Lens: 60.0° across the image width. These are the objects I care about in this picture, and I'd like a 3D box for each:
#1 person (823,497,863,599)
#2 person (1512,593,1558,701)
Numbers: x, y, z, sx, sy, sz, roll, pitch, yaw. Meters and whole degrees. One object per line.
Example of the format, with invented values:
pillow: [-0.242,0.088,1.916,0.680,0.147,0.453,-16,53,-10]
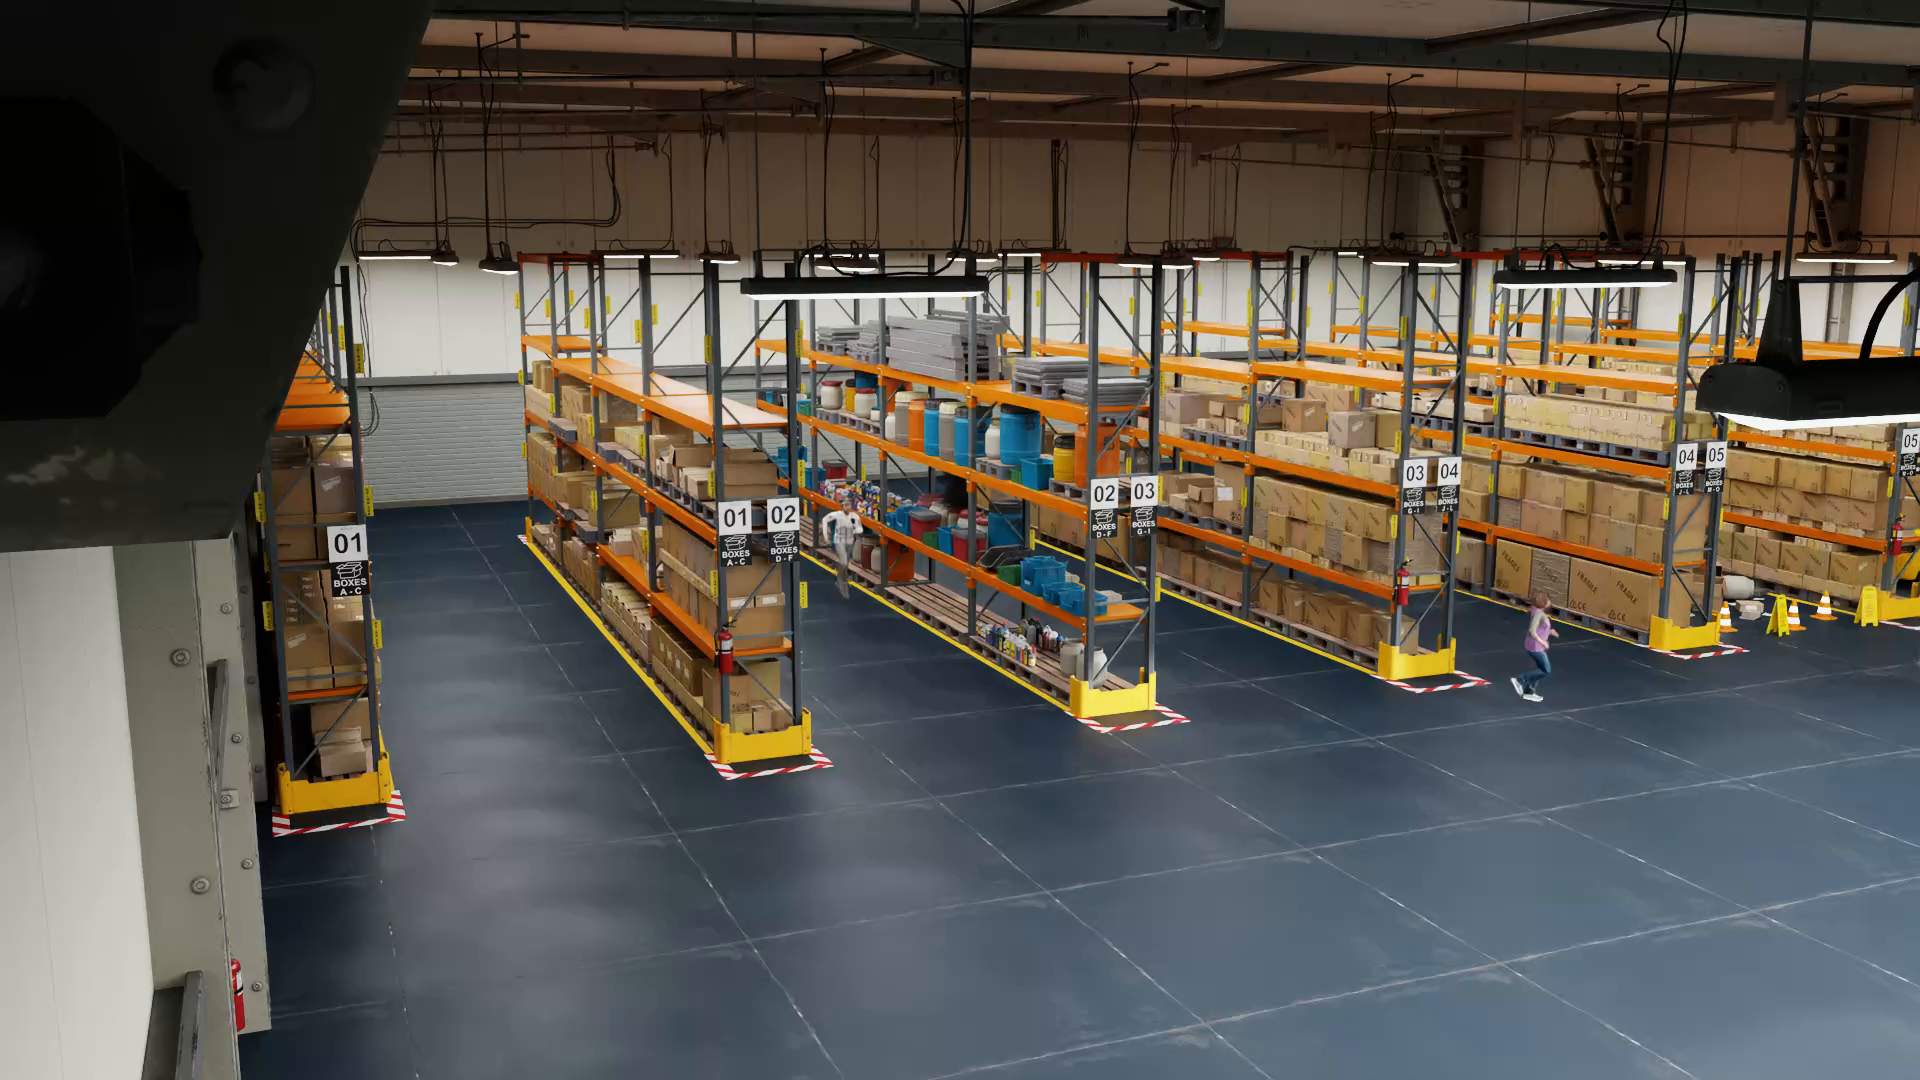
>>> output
person: [-1.971,0.116,28.264,0.638,1.755,0.763,-4,11,-20]
person: [7.884,1.477,22.736,0.583,1.552,0.559,2,11,11]
